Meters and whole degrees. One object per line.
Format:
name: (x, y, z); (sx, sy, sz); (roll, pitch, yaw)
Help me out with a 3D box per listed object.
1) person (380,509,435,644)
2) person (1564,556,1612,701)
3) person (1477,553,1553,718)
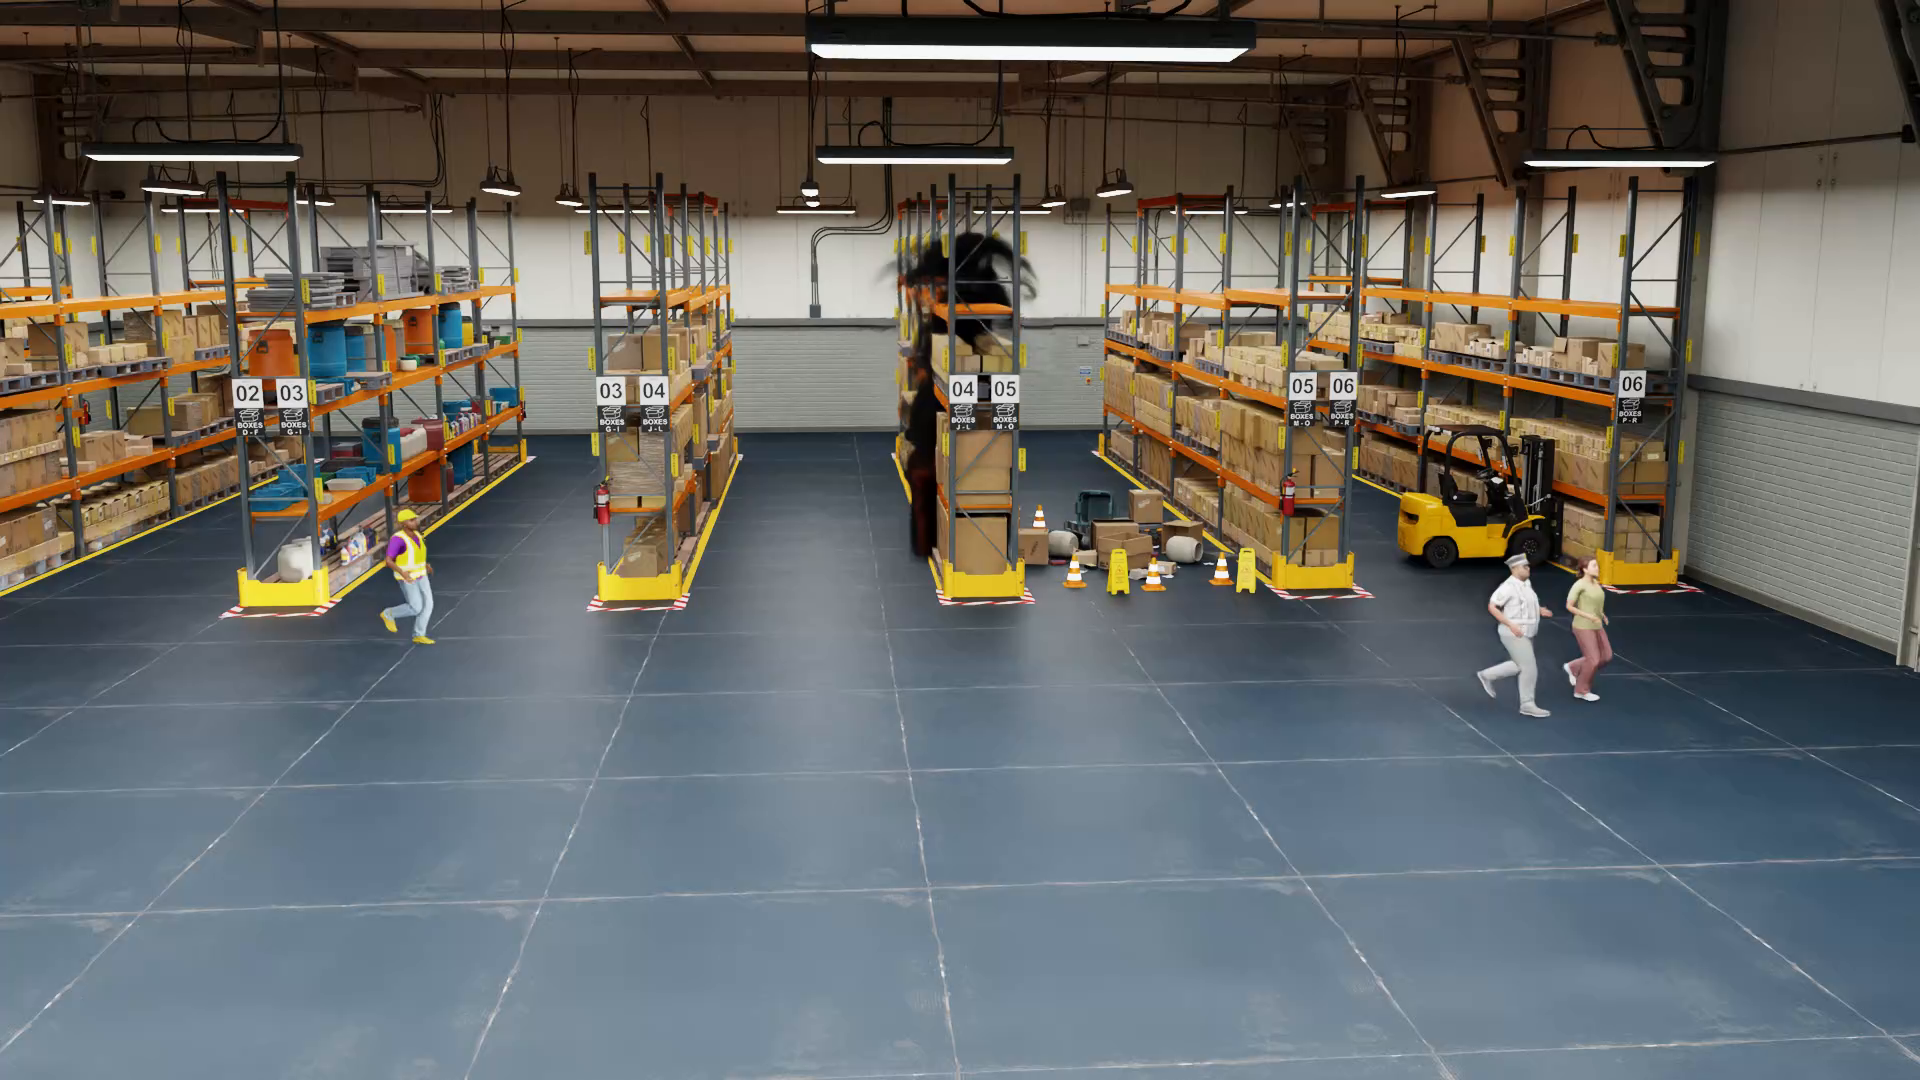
person: (-7.031, 0.465, 21.168); (0.697, 1.733, 0.679); (3, 10, 17)
person: (6.973, 0.982, 18.514); (0.577, 1.601, 0.563); (-7, 12, -36)
person: (6.016, 0.995, 18.004); (0.886, 1.751, 0.676); (8, 13, 40)
